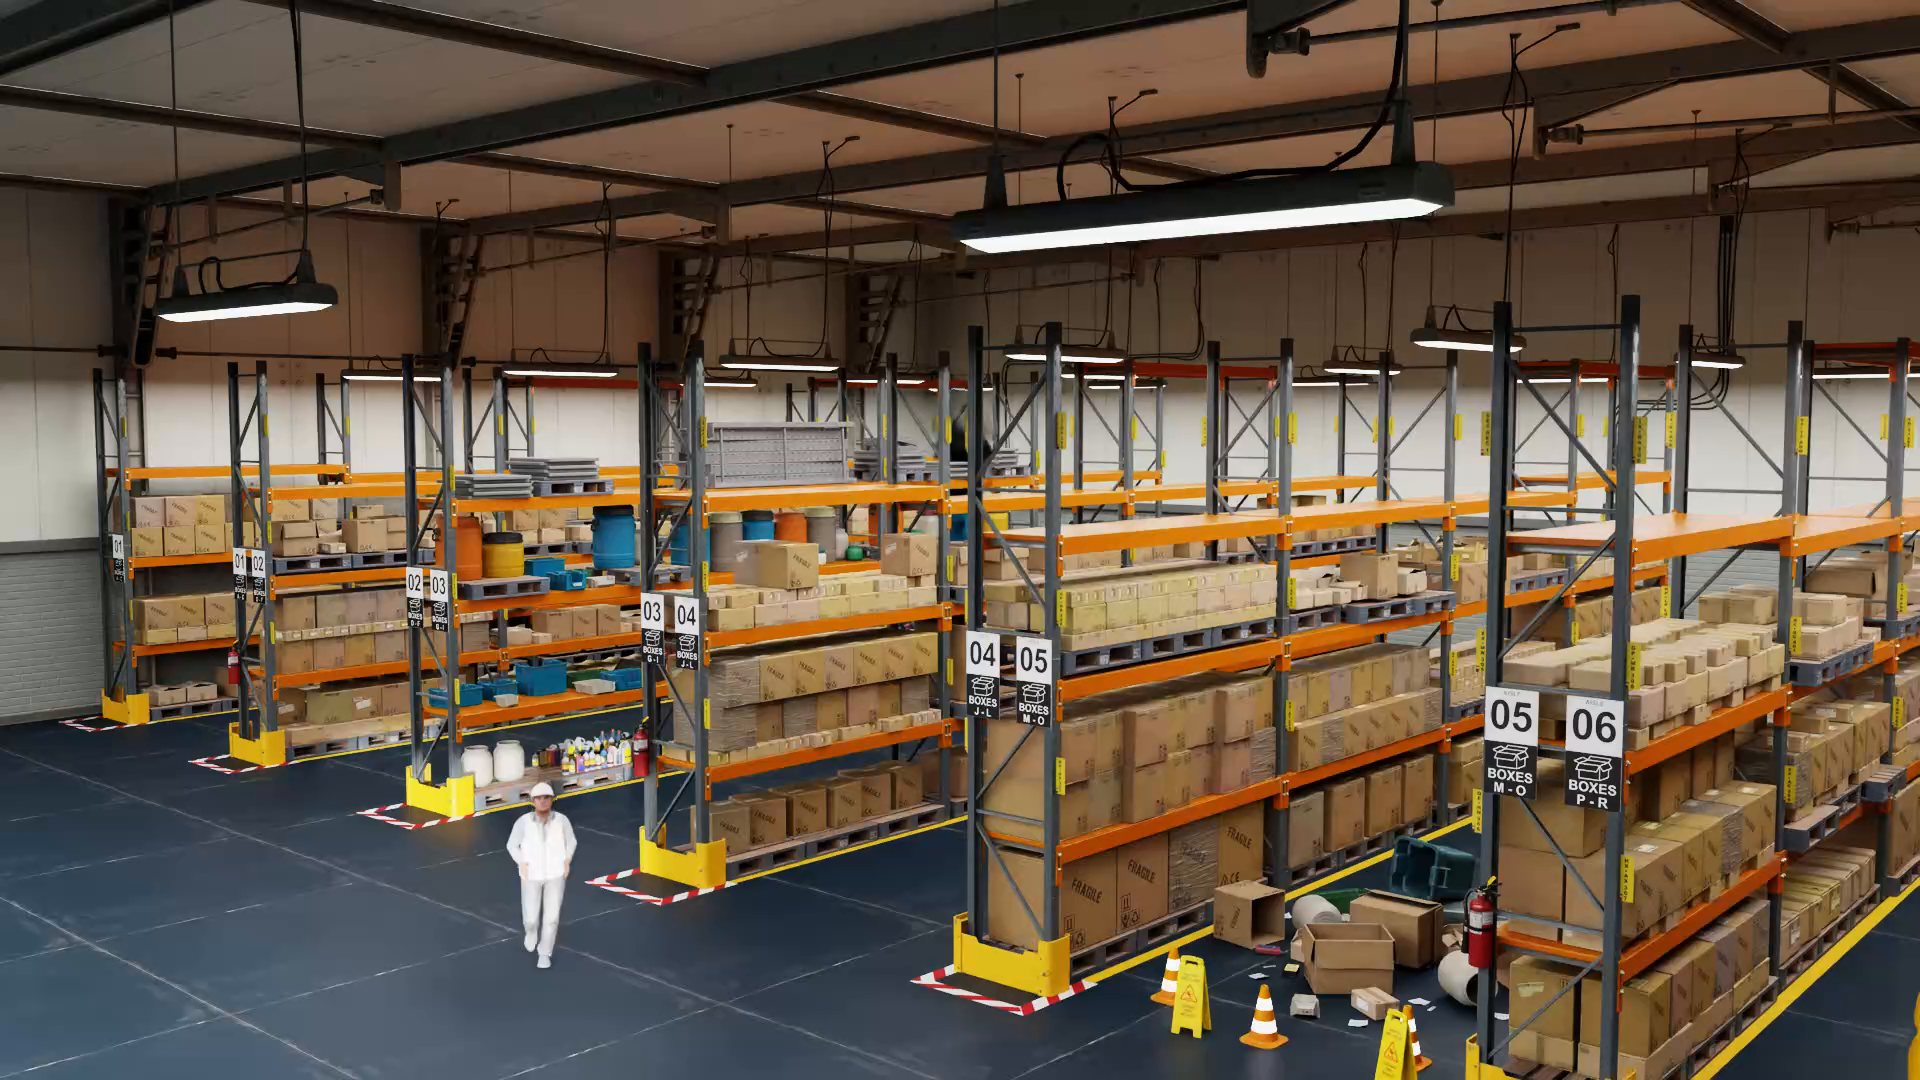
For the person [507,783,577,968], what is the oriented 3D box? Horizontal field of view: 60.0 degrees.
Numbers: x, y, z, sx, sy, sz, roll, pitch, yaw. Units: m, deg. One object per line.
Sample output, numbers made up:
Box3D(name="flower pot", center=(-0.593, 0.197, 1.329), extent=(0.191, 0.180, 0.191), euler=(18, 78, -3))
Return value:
Box3D(name="person", center=(-3.936, 3.145, 15.709), extent=(0.647, 1.727, 0.580), euler=(-1, 4, -18))
